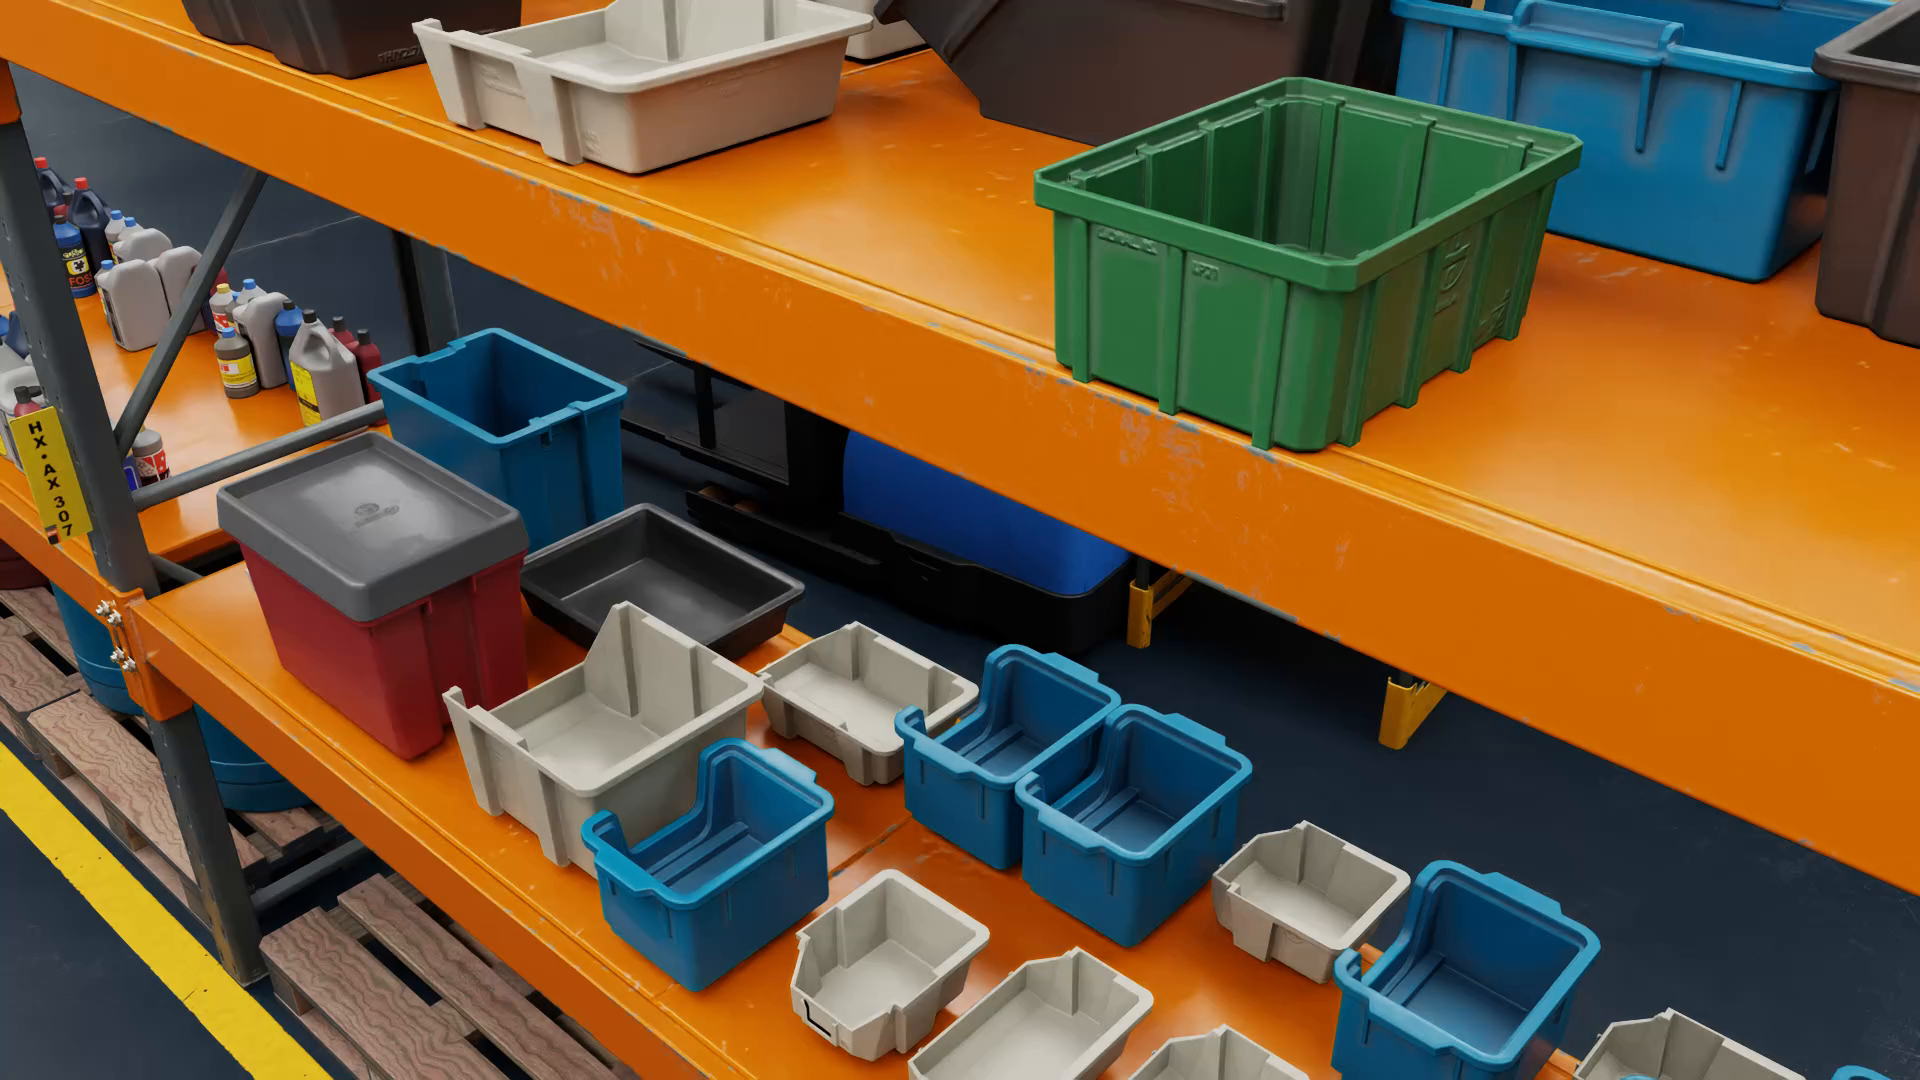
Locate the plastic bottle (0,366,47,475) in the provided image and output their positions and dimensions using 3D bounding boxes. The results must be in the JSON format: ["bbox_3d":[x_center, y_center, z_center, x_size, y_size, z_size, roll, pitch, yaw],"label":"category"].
[{"bbox_3d":[-2.492,-0.321,4.496,0.135,0.276,0.152,25,39,35],"label":"plastic bottle"}]

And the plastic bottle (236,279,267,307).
[{"bbox_3d":[-2.138,-0.663,5.068,0.097,0.271,0.097,0,31,0],"label":"plastic bottle"}]

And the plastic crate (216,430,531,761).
[{"bbox_3d":[-1.218,0.116,3.528,0.583,0.464,0.402,25,39,35],"label":"plastic crate"}]

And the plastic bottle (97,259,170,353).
[{"bbox_3d":[-2.588,-0.750,5.208,0.135,0.276,0.152,25,39,35],"label":"plastic bottle"}]

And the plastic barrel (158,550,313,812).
[{"bbox_3d":[-2.104,0.289,4.989,0.708,0.901,0.600,25,39,35],"label":"plastic barrel"}]

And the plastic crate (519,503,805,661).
[{"bbox_3d":[-0.701,0.141,3.815,0.590,0.125,0.437,25,39,35],"label":"plastic crate"}]

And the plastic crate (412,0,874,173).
[{"bbox_3d":[-0.444,-0.643,2.258,0.530,0.136,0.437,25,39,35],"label":"plastic crate"}]

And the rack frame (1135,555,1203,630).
[{"bbox_3d":[0.795,-0.379,5.926,0.032,1.500,0.500,21,37,31],"label":"rack frame"}]

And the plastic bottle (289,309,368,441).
[{"bbox_3d":[-1.785,-0.474,4.677,0.185,0.351,0.144,25,39,35],"label":"plastic bottle"}]

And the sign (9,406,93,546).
[{"bbox_3d":[-2.082,-0.144,3.813,0.005,0.325,0.100,25,39,35],"label":"sign"}]

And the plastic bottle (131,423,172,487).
[{"bbox_3d":[-2.151,-0.217,4.395,0.097,0.201,0.097,0,31,0],"label":"plastic bottle"}]

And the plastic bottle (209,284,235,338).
[{"bbox_3d":[-2.282,-0.701,5.198,0.097,0.201,0.097,0,31,0],"label":"plastic bottle"}]

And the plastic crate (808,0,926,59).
[{"bbox_3d":[-0.182,-0.970,2.660,0.530,0.282,0.437,25,39,35],"label":"plastic crate"}]

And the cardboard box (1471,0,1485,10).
[{"bbox_3d":[2.158,-2.150,6.347,0.500,0.500,0.500,24,38,34],"label":"cardboard box"}]

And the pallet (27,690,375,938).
[{"bbox_3d":[-2.256,0.676,5.422,1.213,0.211,1.003,25,39,35],"label":"pallet"}]

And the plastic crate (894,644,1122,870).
[{"bbox_3d":[0.093,0.424,3.241,0.300,0.233,0.416,25,39,35],"label":"plastic crate"}]

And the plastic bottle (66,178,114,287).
[{"bbox_3d":[-2.918,-1.045,5.625,0.185,0.351,0.144,25,39,35],"label":"plastic bottle"}]

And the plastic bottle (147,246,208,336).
[{"bbox_3d":[-2.486,-0.809,5.305,0.135,0.276,0.152,25,39,35],"label":"plastic bottle"}]

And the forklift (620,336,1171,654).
[{"bbox_3d":[-0.503,-1.446,6.311,3.031,2.935,1.130,21,37,30],"label":"forklift"}]

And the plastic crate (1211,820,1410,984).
[{"bbox_3d":[0.607,0.647,2.964,0.298,0.136,0.250,25,39,35],"label":"plastic crate"}]

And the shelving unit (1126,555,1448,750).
[{"bbox_3d":[1.212,-0.221,5.663,1.083,1.500,0.587,21,37,31],"label":"shelving unit"}]

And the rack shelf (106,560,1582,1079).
[{"bbox_3d":[-0.229,0.765,3.268,4.000,0.370,1.077,25,39,35],"label":"rack shelf"}]

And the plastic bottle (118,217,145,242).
[{"bbox_3d":[-2.725,-0.937,5.524,0.097,0.271,0.097,0,31,0],"label":"plastic bottle"}]

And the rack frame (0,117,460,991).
[{"bbox_3d":[-1.712,-0.235,4.233,0.127,3.000,1.000,25,39,35],"label":"rack frame"}]

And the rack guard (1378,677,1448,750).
[{"bbox_3d":[1.612,0.467,5.732,0.087,0.250,0.587,21,37,31],"label":"rack guard"}]

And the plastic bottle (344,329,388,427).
[{"bbox_3d":[-1.697,-0.475,4.745,0.133,0.283,0.061,25,39,35],"label":"plastic bottle"}]

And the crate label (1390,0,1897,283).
[{"bbox_3d":[0.787,-0.515,1.933,0.502,0.251,0.408,25,39,35],"label":"crate label"}]

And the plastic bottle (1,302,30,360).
[{"bbox_3d":[-2.653,-0.526,4.764,0.185,0.351,0.144,25,39,35],"label":"plastic bottle"}]

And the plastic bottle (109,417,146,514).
[{"bbox_3d":[-2.221,-0.195,4.286,0.135,0.276,0.152,25,39,35],"label":"plastic bottle"}]

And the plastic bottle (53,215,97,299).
[{"bbox_3d":[-2.966,-0.950,5.544,0.097,0.271,0.097,0,31,0],"label":"plastic bottle"}]

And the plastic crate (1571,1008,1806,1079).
[{"bbox_3d":[1.110,0.882,2.574,0.298,0.136,0.250,25,39,35],"label":"plastic crate"}]

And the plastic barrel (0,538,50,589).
[{"bbox_3d":[-3.466,-0.213,6.126,0.708,0.588,0.600,25,39,35],"label":"plastic barrel"}]

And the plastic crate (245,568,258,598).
[{"bbox_3d":[-1.462,0.068,3.927,0.243,0.136,0.396,25,39,35],"label":"plastic crate"}]

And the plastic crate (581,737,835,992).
[{"bbox_3d":[-0.441,0.582,2.979,0.300,0.233,0.416,25,39,35],"label":"plastic crate"}]

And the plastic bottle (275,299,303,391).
[{"bbox_3d":[-1.966,-0.583,4.935,0.097,0.271,0.097,0,31,0],"label":"plastic bottle"}]

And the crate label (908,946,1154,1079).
[{"bbox_3d":[0.100,0.830,2.660,0.243,0.136,0.396,25,39,35],"label":"crate label"}]

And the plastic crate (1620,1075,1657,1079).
[{"bbox_3d":[0.881,1.064,1.982,0.499,0.435,0.616,25,39,35],"label":"plastic crate"}]
